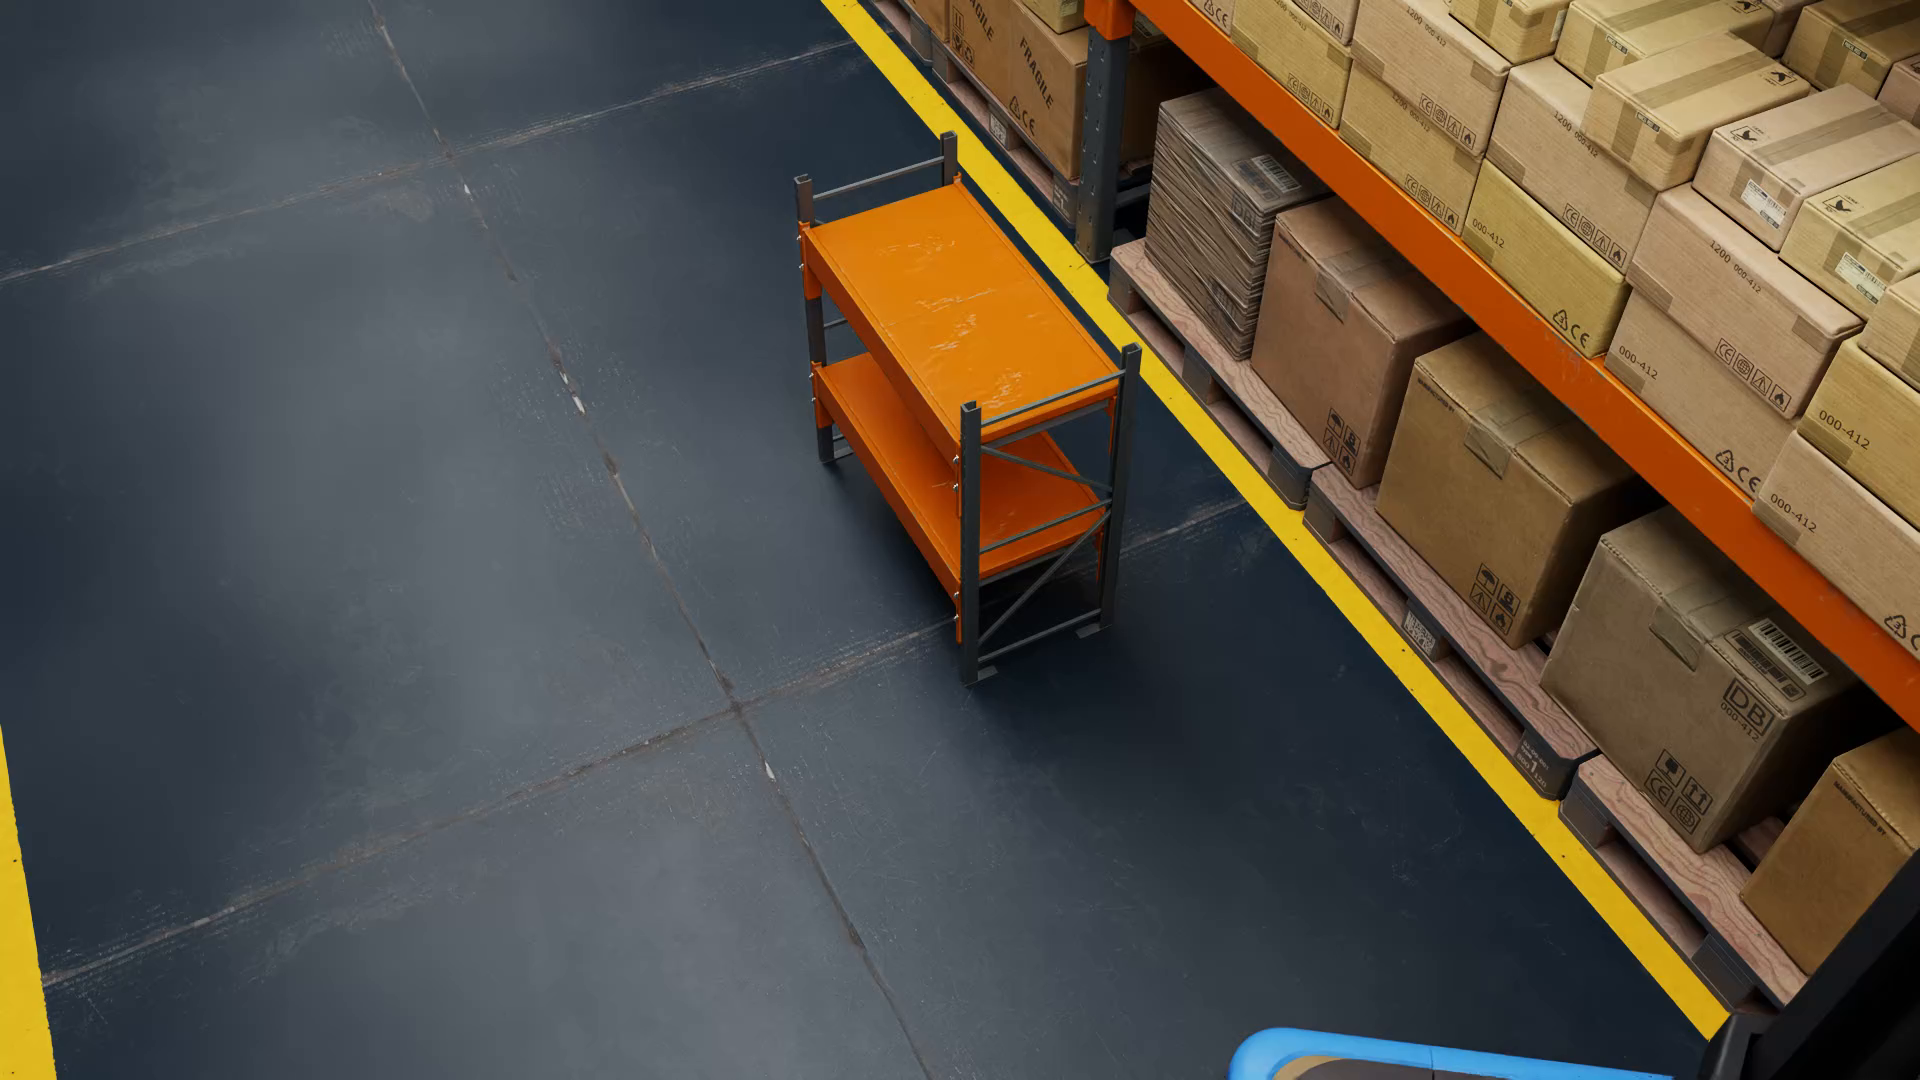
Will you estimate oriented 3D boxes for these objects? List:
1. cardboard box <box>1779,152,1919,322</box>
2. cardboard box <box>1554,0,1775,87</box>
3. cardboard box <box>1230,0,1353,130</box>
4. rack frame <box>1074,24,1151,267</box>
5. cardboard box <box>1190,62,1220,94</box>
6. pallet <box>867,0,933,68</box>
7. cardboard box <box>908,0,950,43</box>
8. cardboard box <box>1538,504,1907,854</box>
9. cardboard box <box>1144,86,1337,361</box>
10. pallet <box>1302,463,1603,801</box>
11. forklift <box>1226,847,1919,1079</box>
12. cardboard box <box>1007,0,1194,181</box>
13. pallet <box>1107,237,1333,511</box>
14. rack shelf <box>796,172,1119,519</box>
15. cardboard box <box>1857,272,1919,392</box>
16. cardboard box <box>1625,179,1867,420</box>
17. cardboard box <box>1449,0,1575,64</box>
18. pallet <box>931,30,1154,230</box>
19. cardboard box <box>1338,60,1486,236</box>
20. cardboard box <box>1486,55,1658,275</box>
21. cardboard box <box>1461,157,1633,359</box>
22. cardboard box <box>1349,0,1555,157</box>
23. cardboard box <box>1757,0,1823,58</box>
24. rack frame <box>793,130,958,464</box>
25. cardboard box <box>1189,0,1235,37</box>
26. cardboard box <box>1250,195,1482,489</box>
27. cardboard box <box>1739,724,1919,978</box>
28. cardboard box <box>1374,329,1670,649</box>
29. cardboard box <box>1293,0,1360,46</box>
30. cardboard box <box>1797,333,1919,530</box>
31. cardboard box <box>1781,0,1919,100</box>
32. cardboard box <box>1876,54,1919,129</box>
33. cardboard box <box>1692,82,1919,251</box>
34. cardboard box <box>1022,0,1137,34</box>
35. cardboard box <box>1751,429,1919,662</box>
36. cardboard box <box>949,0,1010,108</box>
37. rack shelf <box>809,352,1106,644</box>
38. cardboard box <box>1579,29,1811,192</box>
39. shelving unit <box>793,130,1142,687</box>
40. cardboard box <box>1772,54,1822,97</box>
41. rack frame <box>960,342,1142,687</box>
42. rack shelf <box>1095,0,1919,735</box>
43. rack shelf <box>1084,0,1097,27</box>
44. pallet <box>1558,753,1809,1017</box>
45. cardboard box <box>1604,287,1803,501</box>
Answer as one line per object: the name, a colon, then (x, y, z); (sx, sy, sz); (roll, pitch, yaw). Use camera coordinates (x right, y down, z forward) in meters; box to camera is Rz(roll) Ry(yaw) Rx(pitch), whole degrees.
cardboard box: (1.873, -0.605, 3.289); (0.380, 0.149, 0.250); (-22, 52, -18)
cardboard box: (1.587, -1.139, 3.756); (0.380, 0.149, 0.250); (-21, 52, -18)
cardboard box: (1.109, -1.439, 4.616); (0.500, 0.250, 0.500); (-22, 52, -18)
rack frame: (0.898, -2.208, 5.188); (1.000, 3.000, 0.127); (-21, 52, -18)
cardboard box: (0.954, -1.902, 6.302); (0.500, 0.500, 0.500); (-19, 52, -16)
pallet: (0.036, -2.618, 7.400); (1.003, 0.211, 1.213); (-21, 52, -18)
cardboard box: (0.052, -2.420, 6.756); (0.500, 0.500, 0.500); (-19, 52, -16)
cardboard box: (2.131, 0.245, 4.341); (0.875, 0.625, 0.625); (-22, 52, -18)
cardboard box: (1.171, -1.142, 5.555); (0.875, 0.625, 0.625); (-20, 52, -16)
pallet: (1.794, 0.090, 5.031); (1.003, 0.211, 1.213); (-21, 52, -18)
forklift: (1.925, 1.144, 2.302); (3.031, 2.935, 1.130); (6, 49, 5)
cardboard box: (0.513, -1.732, 6.154); (0.500, 0.500, 0.500); (-20, 52, -16)
pallet: (1.240, -0.726, 5.744); (1.003, 0.211, 1.213); (-21, 52, -18)
rack shelf: (-0.003, -0.568, 4.610); (0.538, 0.278, 1.000); (-21, 52, -18)
cardboard box: (1.937, -0.408, 3.117); (0.380, 0.149, 0.250); (-23, 53, -19)
cardboard box: (1.806, -0.573, 3.526); (0.500, 0.250, 0.500); (-20, 52, -17)
cardboard box: (1.382, -1.280, 3.879); (0.380, 0.149, 0.250); (-20, 52, -17)
pallet: (0.590, -1.803, 6.687); (1.003, 0.211, 1.213); (-21, 52, -18)
cardboard box: (1.351, -1.097, 4.316); (0.500, 0.250, 0.500); (-23, 53, -19)
cardboard box: (1.592, -0.917, 3.827); (0.500, 0.250, 0.500); (-20, 52, -17)
cardboard box: (1.587, -0.749, 4.012); (0.500, 0.250, 0.500); (-20, 52, -16)
cardboard box: (1.335, -1.250, 4.118); (0.500, 0.250, 0.500); (-22, 53, -18)
cardboard box: (1.946, -1.286, 3.884); (0.380, 0.149, 0.250); (-20, 52, -17)
rack frame: (-0.236, -0.715, 5.128); (0.500, 1.125, 0.032); (-21, 52, -18)
cardboard box: (0.884, -1.778, 4.912); (0.500, 0.250, 0.500); (-21, 52, -17)
cardboard box: (1.477, -0.708, 5.175); (0.875, 0.625, 0.625); (-20, 52, -16)
cardboard box: (2.480, 0.767, 3.885); (0.875, 0.625, 0.625); (-19, 52, -16)
cardboard box: (1.785, -0.257, 4.781); (0.875, 0.625, 0.625); (-23, 53, -19)
cardboard box: (1.112, -1.607, 4.430); (0.500, 0.250, 0.500); (-20, 52, -16)
cardboard box: (2.035, -0.229, 3.225); (0.500, 0.250, 0.500); (-22, 53, -18)
cardboard box: (2.102, -1.123, 3.742); (0.380, 0.149, 0.250); (-21, 52, -17)
cardboard box: (2.222, -0.958, 3.598); (0.380, 0.149, 0.250); (-22, 52, -18)
cardboard box: (1.764, -0.775, 3.437); (0.380, 0.149, 0.250); (-21, 52, -17)
cardboard box: (0.447, -1.980, 5.940); (0.380, 0.149, 0.250); (-24, 53, -19)
cardboard box: (2.030, -0.063, 3.412); (0.500, 0.250, 0.500); (-21, 52, -18)
cardboard box: (0.294, -2.071, 6.450); (0.500, 0.500, 0.500); (-22, 52, -18)
rack shelf: (-0.003, -0.214, 5.015); (0.538, 0.278, 1.000); (-21, 52, -18)
cardboard box: (1.573, -0.925, 3.569); (0.380, 0.149, 0.250); (-22, 53, -18)
shelving unit: (-0.003, -0.375, 4.831); (0.538, 1.125, 1.048); (-21, 52, -18)
cardboard box: (2.036, -1.101, 3.988); (0.500, 0.250, 0.500); (-22, 52, -18)
rack frame: (0.230, -0.035, 4.533); (0.500, 1.125, 0.032); (-21, 52, -18)
rack shelf: (1.813, -0.633, 4.289); (1.077, 0.370, 4.000); (-21, 52, -18)
rack shelf: (-0.017, -3.310, 6.630); (1.077, 0.370, 4.000); (-21, 52, -18)
pallet: (2.357, 0.907, 4.316); (1.003, 0.211, 1.213); (-21, 52, -18)
cardboard box: (1.830, -0.406, 3.712); (0.500, 0.250, 0.500); (-21, 52, -17)
